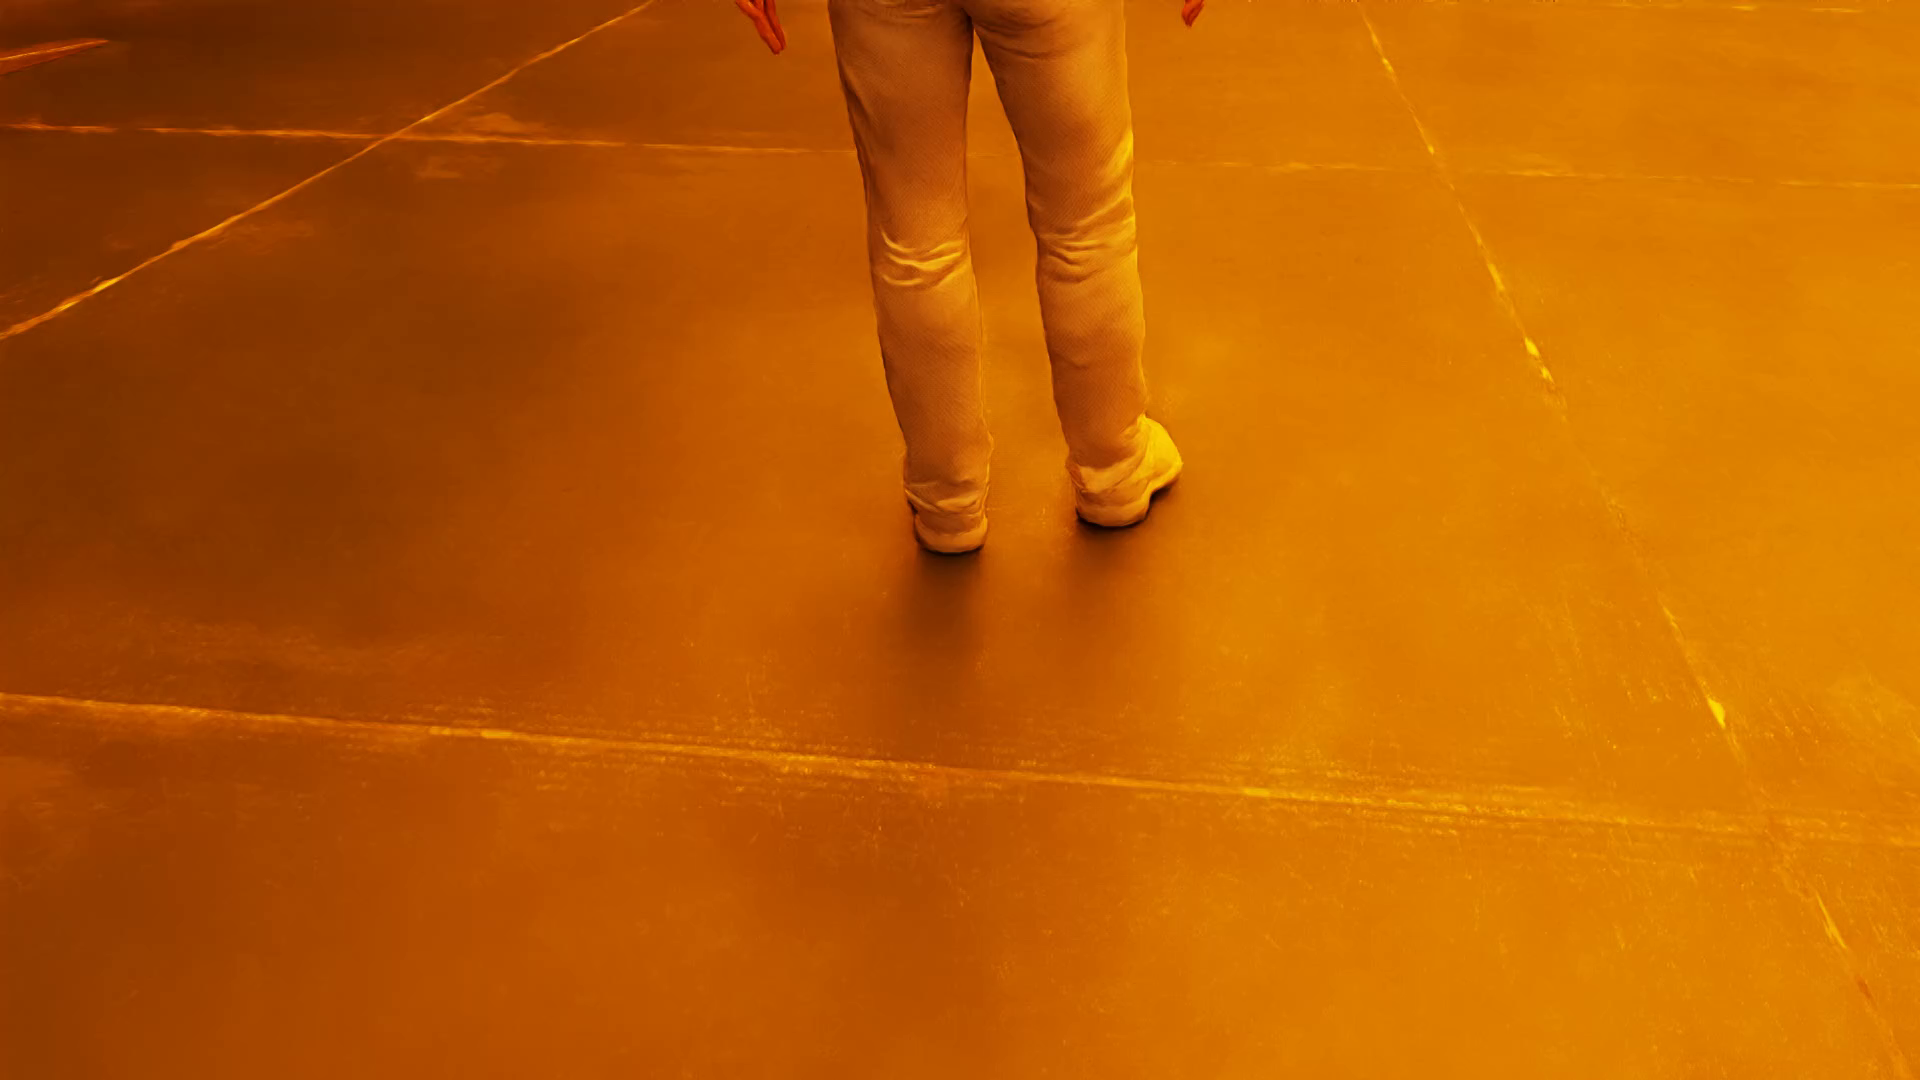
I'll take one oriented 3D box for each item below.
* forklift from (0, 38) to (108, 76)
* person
[{"bbox_3d":[-3.569,-2.092,3.410,1.130,2.935,3.031,13,29,24],"label":"forklift"},{"bbox_3d":[0.015,-0.827,2.164,0.665,1.766,0.576,3,27,7],"label":"person"}]
